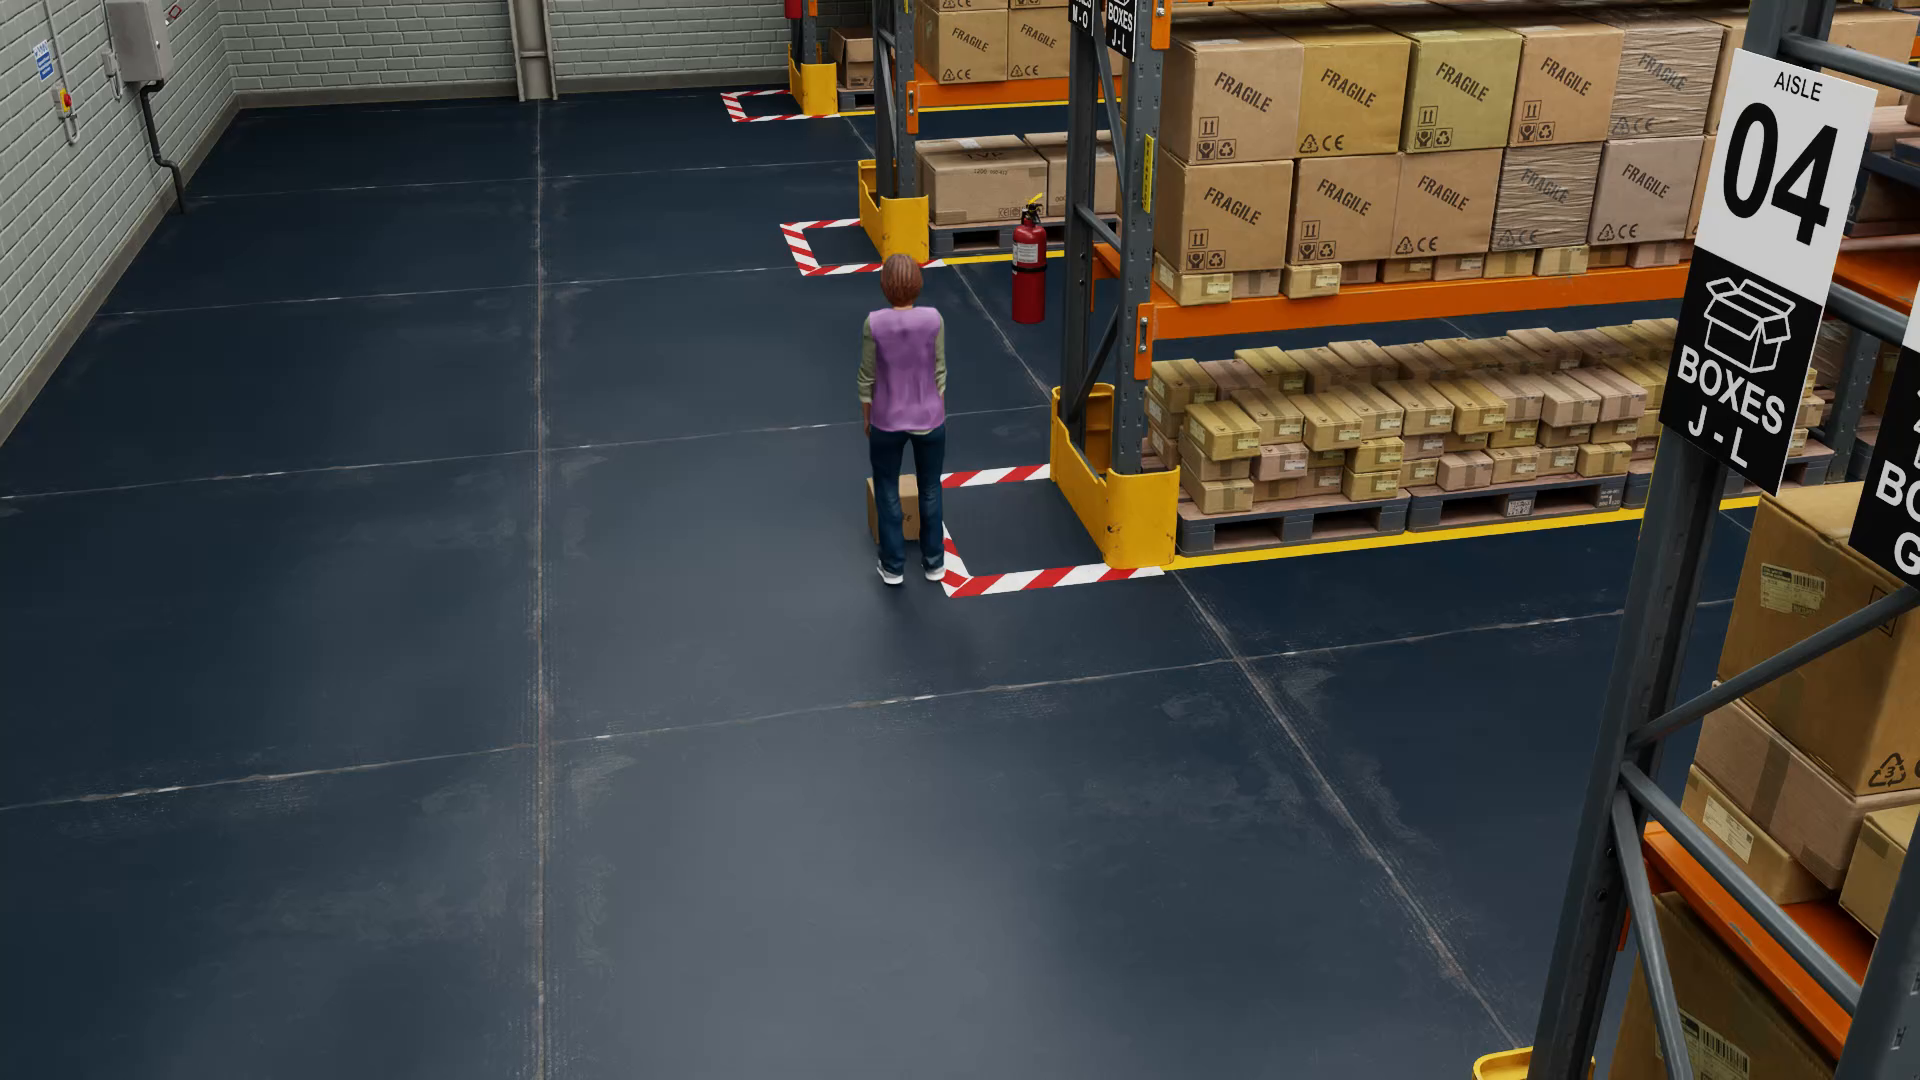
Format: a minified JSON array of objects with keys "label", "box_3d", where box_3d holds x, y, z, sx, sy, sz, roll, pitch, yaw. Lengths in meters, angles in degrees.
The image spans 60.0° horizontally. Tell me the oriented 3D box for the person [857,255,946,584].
[{"label":"person","box_3d":[-0.265,-0.531,7.695,0.409,1.577,0.304,-4,27,-7]}]
